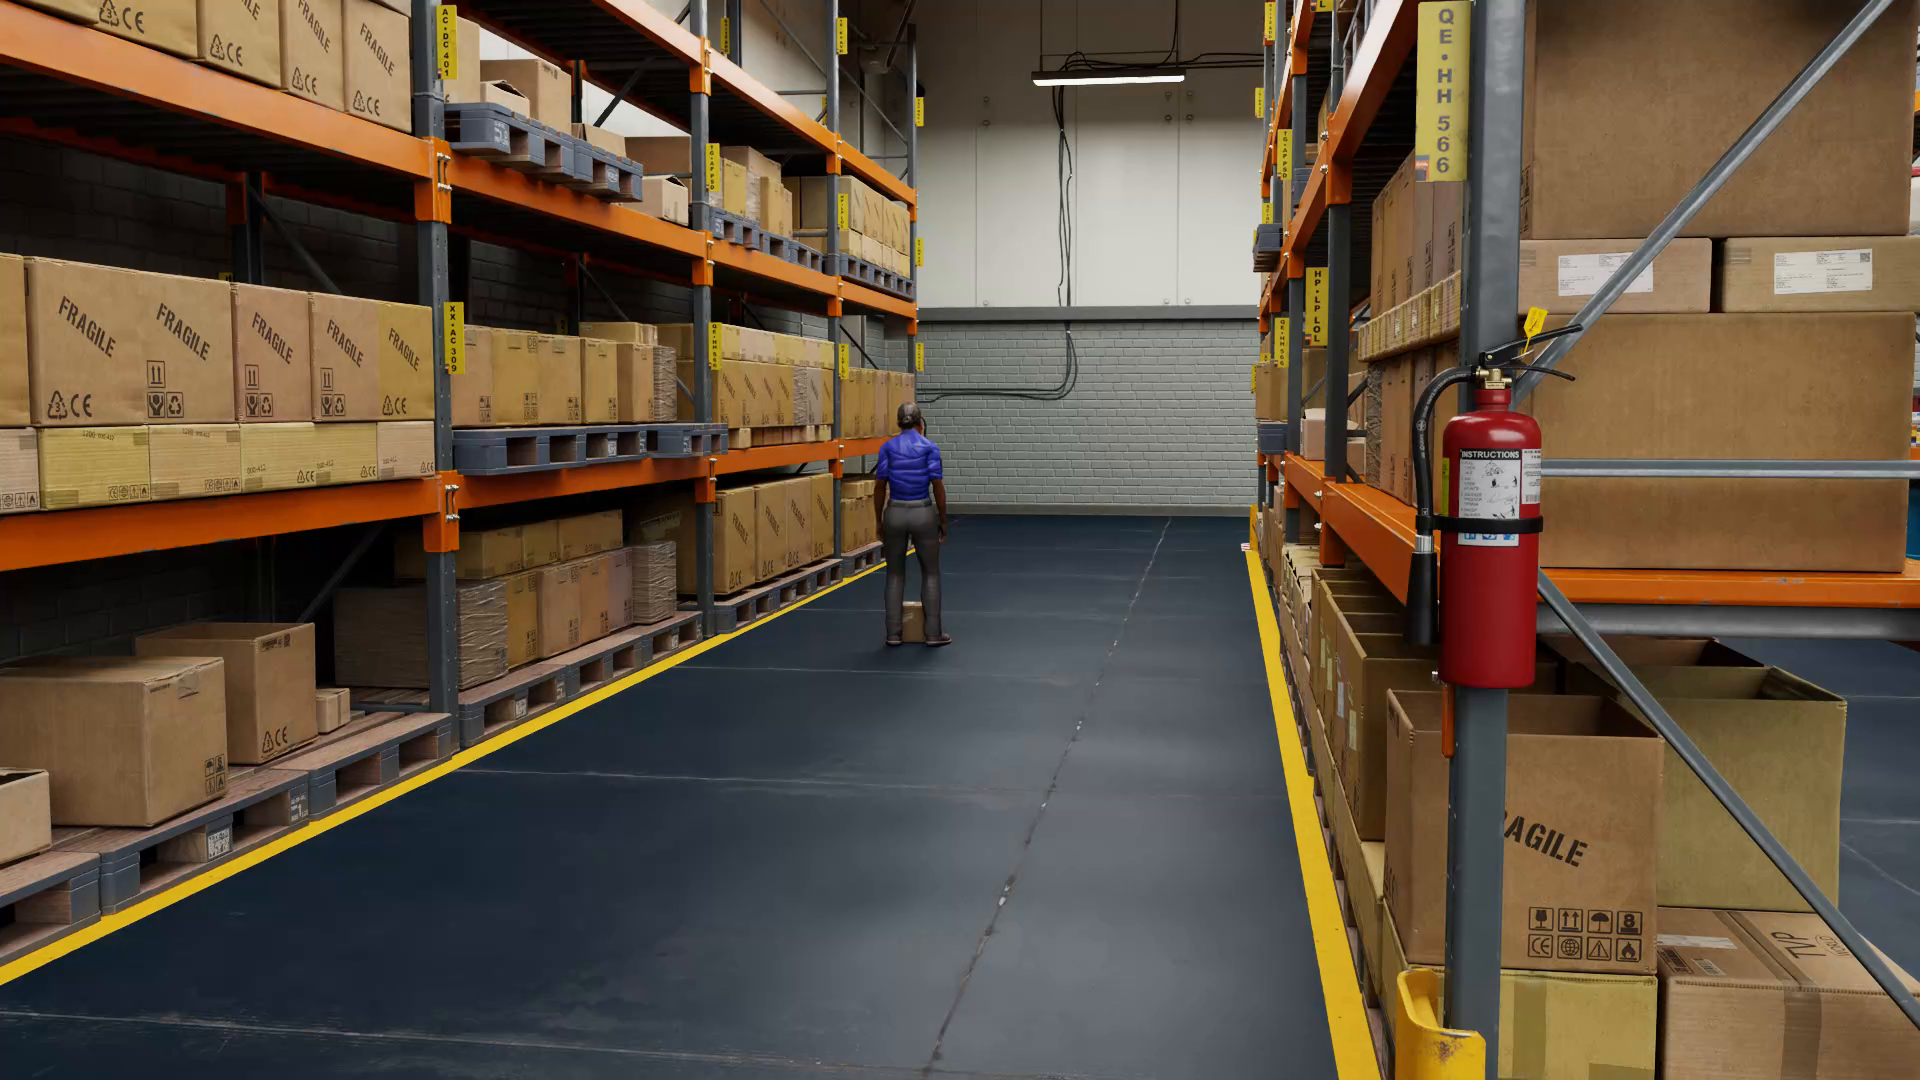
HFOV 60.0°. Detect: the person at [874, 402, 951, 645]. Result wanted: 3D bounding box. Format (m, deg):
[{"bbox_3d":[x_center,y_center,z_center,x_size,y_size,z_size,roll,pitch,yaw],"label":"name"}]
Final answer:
[{"bbox_3d":[-0.327,-0.111,11.313,0.511,1.654,0.351,1,5,8],"label":"person"}]
